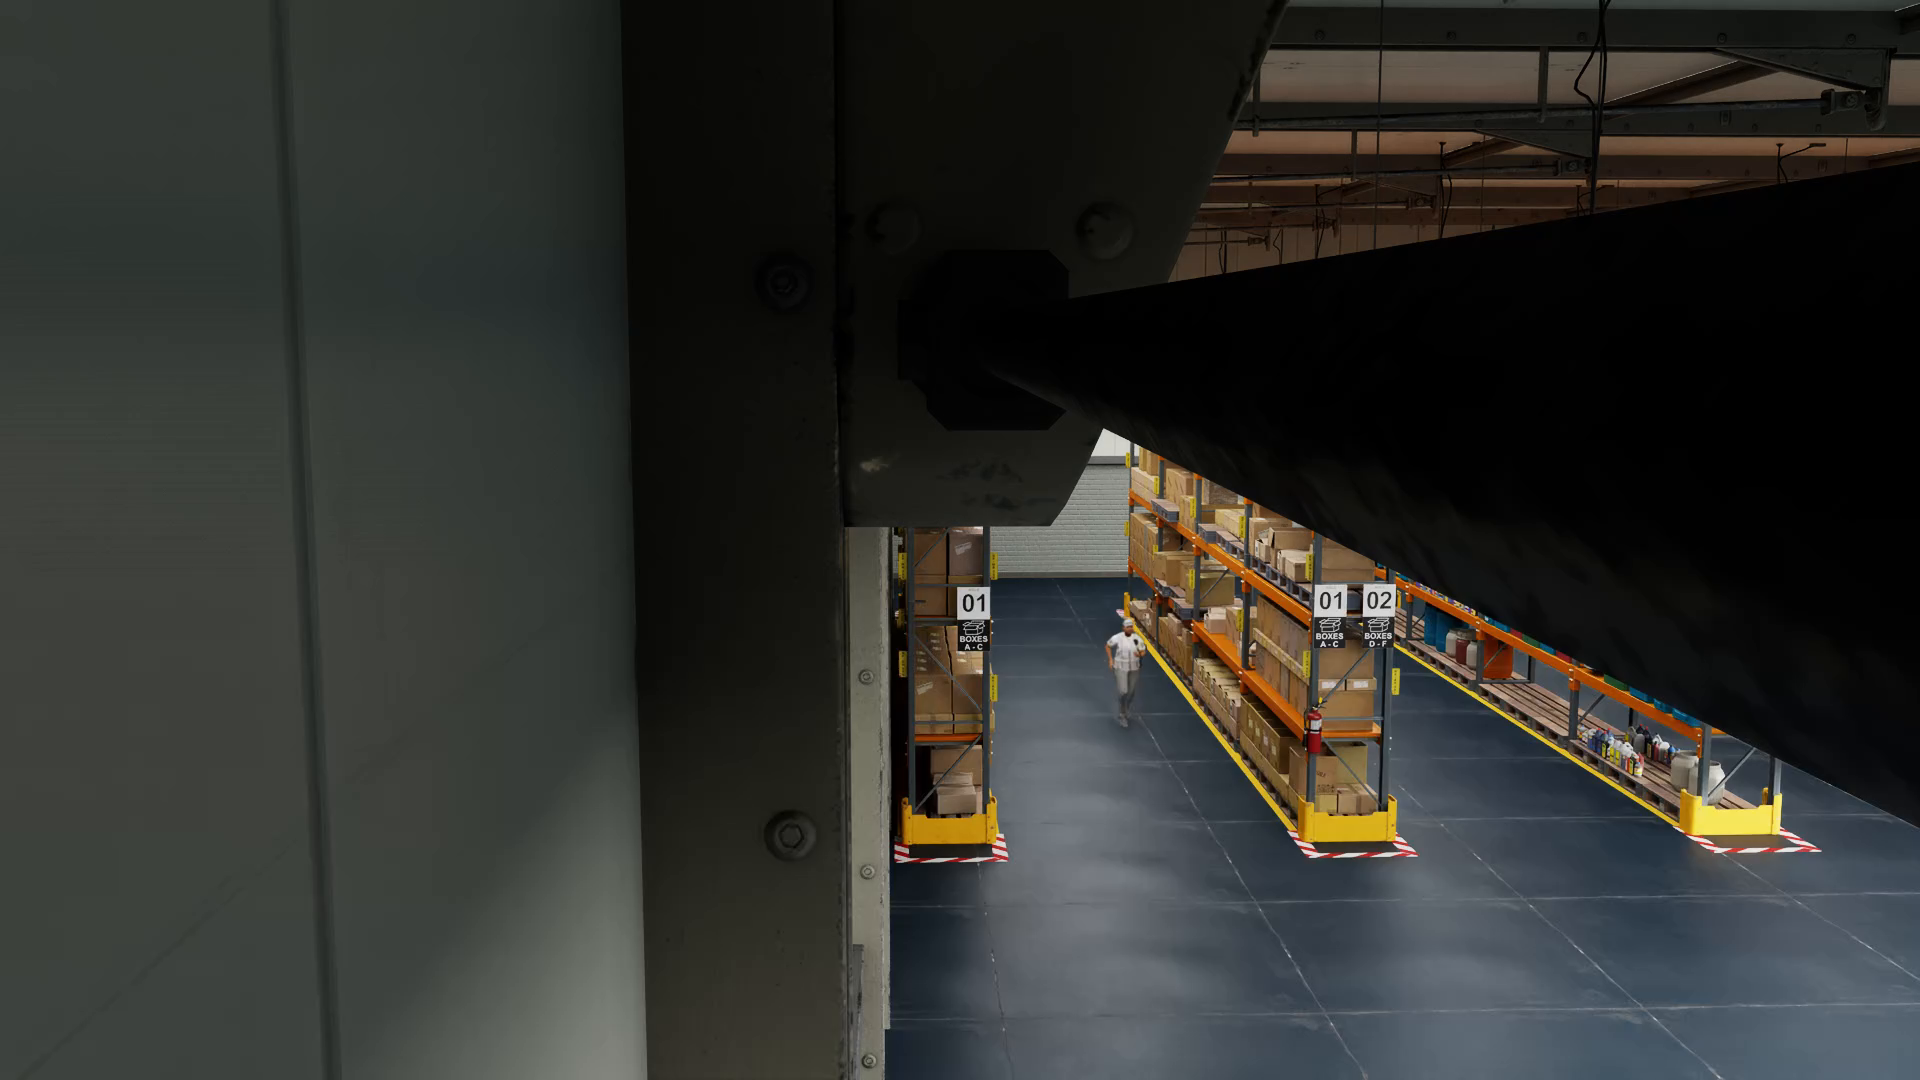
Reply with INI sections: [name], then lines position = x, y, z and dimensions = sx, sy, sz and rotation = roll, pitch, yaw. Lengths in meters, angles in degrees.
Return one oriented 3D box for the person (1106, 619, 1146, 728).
[person]
position = 2.667, 2.111, 26.622
dimensions = 0.580, 1.720, 0.767
rotation = -2, 7, -12
